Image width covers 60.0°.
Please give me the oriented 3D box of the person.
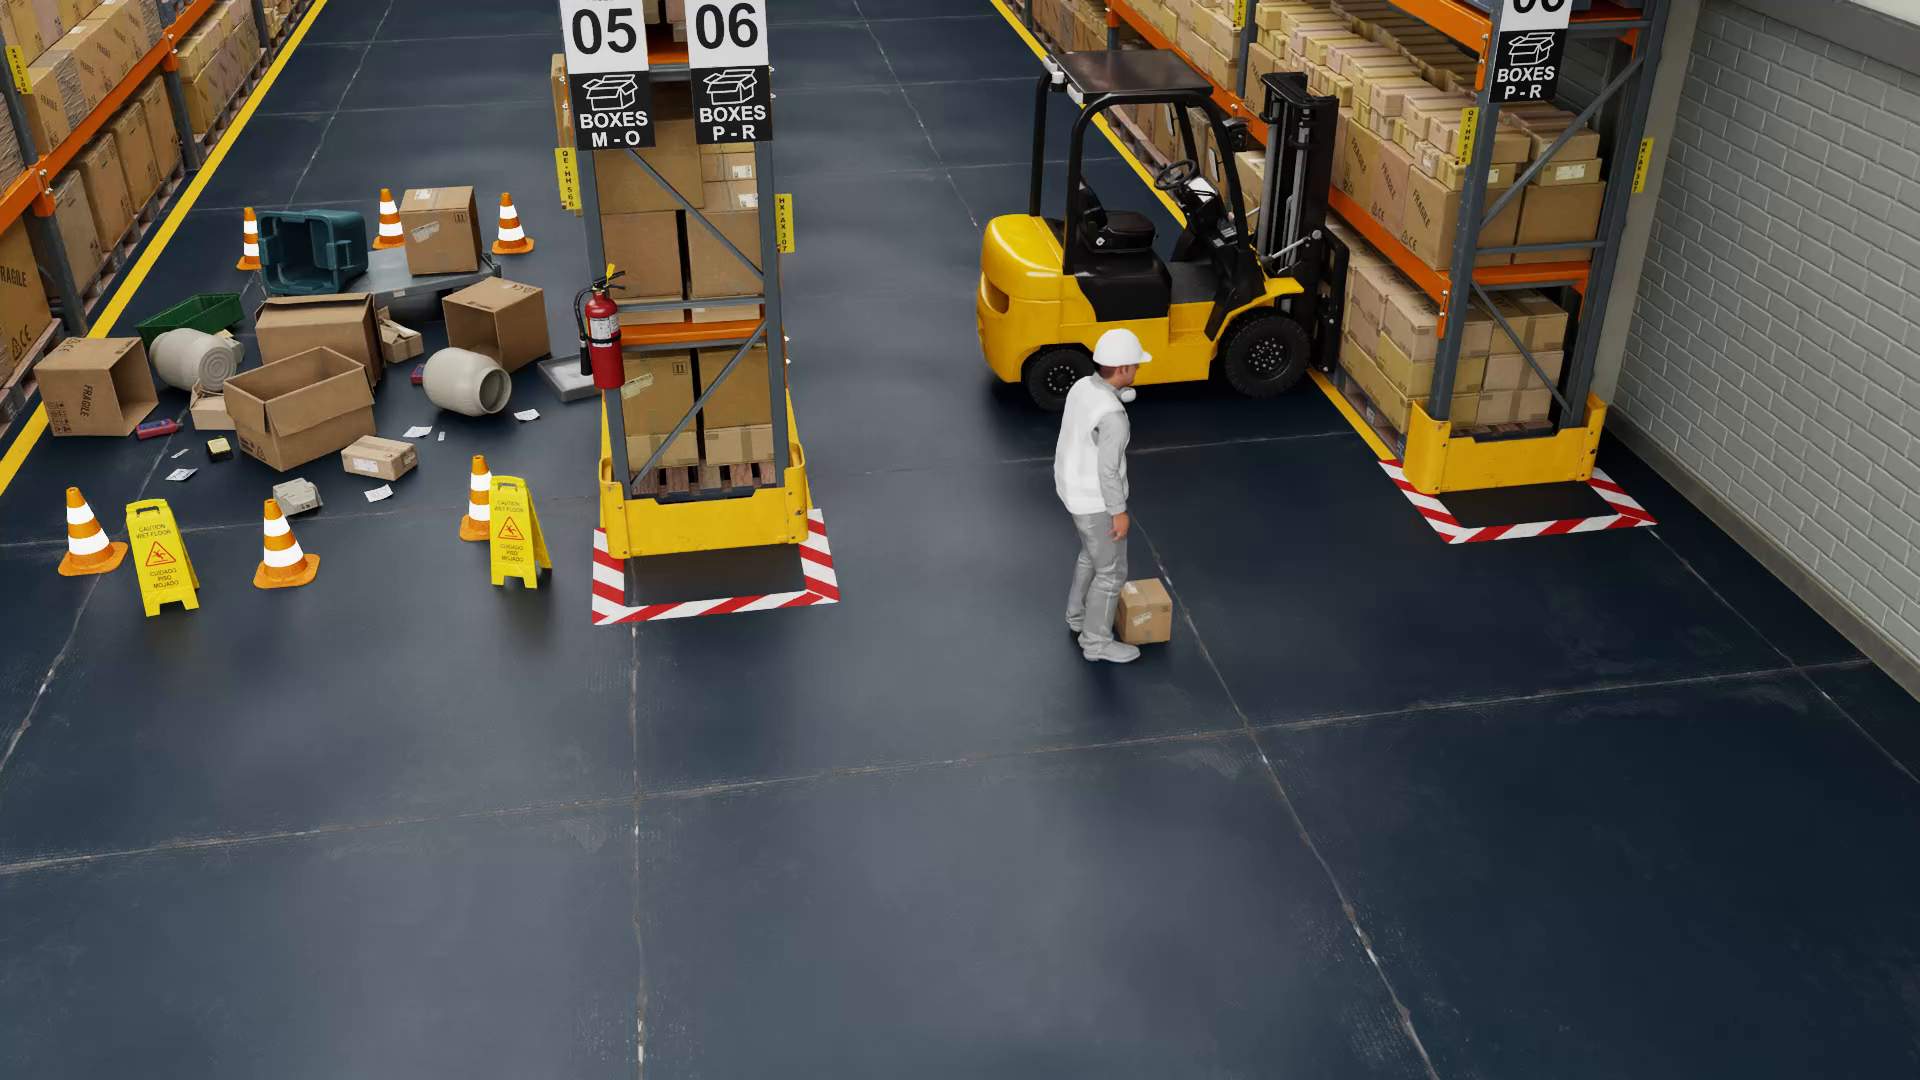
[{"bbox_3d":[0.721,-0.241,8.522,0.466,1.769,0.579,-7,31,-11],"label":"person"}]
